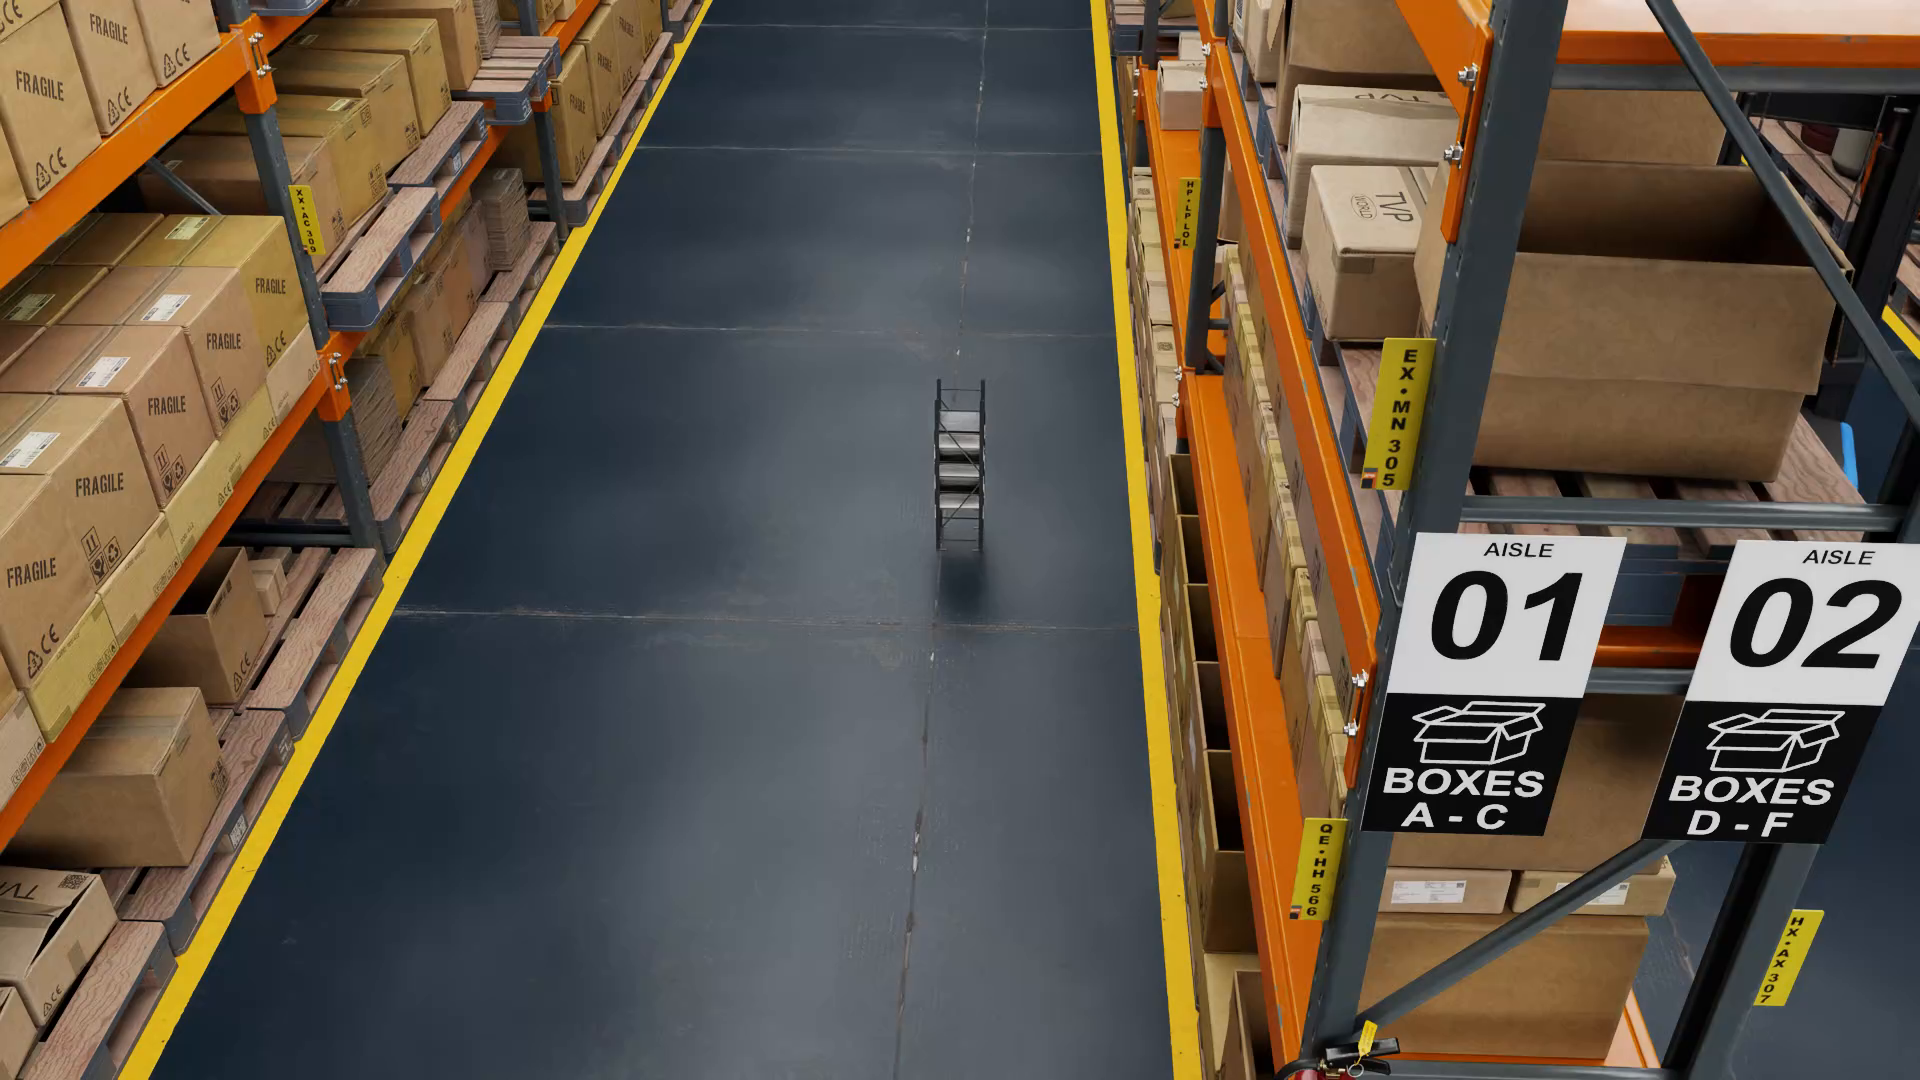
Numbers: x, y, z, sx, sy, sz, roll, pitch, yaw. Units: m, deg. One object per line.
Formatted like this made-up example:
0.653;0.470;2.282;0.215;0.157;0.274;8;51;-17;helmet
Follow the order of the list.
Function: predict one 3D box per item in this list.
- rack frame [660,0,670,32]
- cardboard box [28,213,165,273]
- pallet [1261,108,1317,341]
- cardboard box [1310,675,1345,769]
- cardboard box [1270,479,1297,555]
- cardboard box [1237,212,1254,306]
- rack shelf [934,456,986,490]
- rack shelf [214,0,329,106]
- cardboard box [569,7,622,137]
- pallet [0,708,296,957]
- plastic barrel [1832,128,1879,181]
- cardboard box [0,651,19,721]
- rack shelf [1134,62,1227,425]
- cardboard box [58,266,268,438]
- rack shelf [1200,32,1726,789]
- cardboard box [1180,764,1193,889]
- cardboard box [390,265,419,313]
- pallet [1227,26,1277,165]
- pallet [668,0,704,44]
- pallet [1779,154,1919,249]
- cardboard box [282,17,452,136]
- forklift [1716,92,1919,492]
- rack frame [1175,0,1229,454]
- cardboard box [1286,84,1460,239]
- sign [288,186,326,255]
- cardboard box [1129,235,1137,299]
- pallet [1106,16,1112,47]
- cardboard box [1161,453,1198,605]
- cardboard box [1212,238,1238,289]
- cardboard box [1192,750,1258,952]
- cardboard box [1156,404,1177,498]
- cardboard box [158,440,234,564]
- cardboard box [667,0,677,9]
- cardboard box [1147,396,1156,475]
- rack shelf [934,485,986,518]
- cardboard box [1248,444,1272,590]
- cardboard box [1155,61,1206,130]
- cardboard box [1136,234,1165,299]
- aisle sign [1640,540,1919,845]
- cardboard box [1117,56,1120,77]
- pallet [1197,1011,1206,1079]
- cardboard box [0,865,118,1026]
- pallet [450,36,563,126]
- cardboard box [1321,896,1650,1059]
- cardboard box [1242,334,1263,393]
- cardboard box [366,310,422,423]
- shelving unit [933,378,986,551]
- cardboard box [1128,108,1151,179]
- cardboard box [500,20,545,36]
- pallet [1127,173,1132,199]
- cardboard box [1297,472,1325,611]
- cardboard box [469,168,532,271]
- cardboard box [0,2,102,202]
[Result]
-3.106;-5.660;14.141;1.000;3.000;0.127;1;35;2;rack frame
-3.655;-1.052;7.045;0.500;0.500;0.500;1;35;1;cardboard box
1.462;-0.953;4.911;1.003;0.211;1.213;1;35;2;pallet
1.206;0.519;4.698;0.380;0.149;0.250;1;35;1;cardboard box
1.247;-0.075;5.543;0.380;0.149;0.250;1;35;1;cardboard box
1.511;-1.268;6.676;0.700;0.500;0.500;1;35;2;cardboard box
0.000;-0.346;8.463;0.258;0.077;0.200;1;35;2;rack shelf
-3.347;-3.146;8.580;1.077;0.370;4.000;1;35;2;rack shelf
-3.065;-3.577;12.681;0.750;0.750;0.750;1;35;2;cardboard box
-3.465;1.166;6.853;1.003;0.211;1.213;1;35;2;pallet
6.568;-2.895;12.005;0.421;0.512;0.421;0;35;0;plastic barrel
-3.239;0.429;4.937;0.500;0.500;0.500;1;35;2;cardboard box
1.603;-1.806;9.283;1.077;0.370;4.000;1;35;2;rack shelf
-3.152;-0.752;6.618;0.500;0.500;0.500;1;35;2;cardboard box
1.442;-0.736;5.151;1.077;0.370;4.000;1;35;2;rack shelf
1.136;1.123;6.516;0.500;0.250;0.500;1;35;2;cardboard box
-3.383;-1.503;9.365;0.500;0.250;0.500;0;35;1;cardboard box
1.514;-1.652;5.906;1.003;0.211;1.213;1;35;2;pallet
-2.997;-4.954;15.562;1.003;0.211;1.213;1;35;2;pallet
6.622;-2.446;11.993;1.003;0.211;1.213;1;35;2;pallet
-3.303;-2.596;9.312;0.700;0.500;0.500;1;35;2;cardboard box
3.861;-1.339;8.052;1.130;2.935;3.031;12;37;17;forklift
1.522;-0.952;7.441;1.000;3.000;0.127;1;35;2;rack frame
1.167;-1.061;4.578;0.500;0.311;0.500;5;35;7;cardboard box
-2.885;-1.410;7.340;0.100;0.325;0.005;1;35;2;sign
1.349;-1.714;10.552;0.500;0.250;0.500;0;35;1;cardboard box
1.872;-4.802;15.344;1.003;0.211;1.213;1;35;2;pallet
1.191;-0.046;7.527;0.500;0.500;0.500;1;35;2;cardboard box
1.374;-1.406;8.205;0.396;0.266;0.258;1;35;1;cardboard box
1.111;1.103;5.892;0.500;0.500;0.500;1;35;2;cardboard box
1.252;-0.467;8.290;0.500;0.311;0.500;1;35;2;cardboard box
-3.177;-0.156;6.422;0.500;0.250;0.500;1;35;2;cardboard box
-2.974;-5.237;15.347;0.700;0.500;0.500;2;35;2;cardboard box
1.272;-0.534;8.873;0.500;0.250;0.500;1;35;1;cardboard box
0.000;-0.198;8.566;0.258;0.077;0.200;1;35;2;rack shelf
1.472;-0.146;6.208;0.700;0.500;0.500;2;35;3;cardboard box
1.454;-2.704;10.012;0.500;0.311;0.500;1;35;1;cardboard box
1.333;-1.637;9.955;0.500;0.311;0.500;0;35;1;cardboard box
1.665;0.328;3.360;0.394;0.787;0.004;1;35;2;aisle sign
1.571;-4.126;13.750;0.500;0.500;0.500;2;35;3;cardboard box
1.351;2.047;5.600;1.003;0.211;1.213;1;35;2;pallet
-3.447;1.431;6.006;0.500;0.311;0.500;4;35;6;cardboard box
-3.189;-2.872;10.340;1.213;0.211;1.003;1;35;2;pallet
1.393;1.038;4.524;0.700;0.500;0.500;1;35;2;cardboard box
1.290;-0.665;6.382;0.380;0.149;0.250;1;35;1;cardboard box
-3.444;-0.943;9.220;0.700;0.500;0.500;1;35;1;cardboard box
0.000;-0.373;8.444;0.258;0.900;0.210;1;35;2;shelving unit
1.486;-2.950;12.076;0.500;0.500;0.500;3;35;4;cardboard box
-3.022;-3.451;11.199;0.380;0.149;0.250;1;35;1;cardboard box
1.751;-2.537;12.122;1.003;0.211;1.213;1;35;2;pallet
1.431;-0.116;5.036;0.700;0.500;0.500;1;35;2;cardboard box
-3.244;-2.105;10.873;0.700;0.500;0.500;2;35;3;cardboard box
-3.218;-1.435;5.416;0.500;0.500;0.500;0;35;0;cardboard box
